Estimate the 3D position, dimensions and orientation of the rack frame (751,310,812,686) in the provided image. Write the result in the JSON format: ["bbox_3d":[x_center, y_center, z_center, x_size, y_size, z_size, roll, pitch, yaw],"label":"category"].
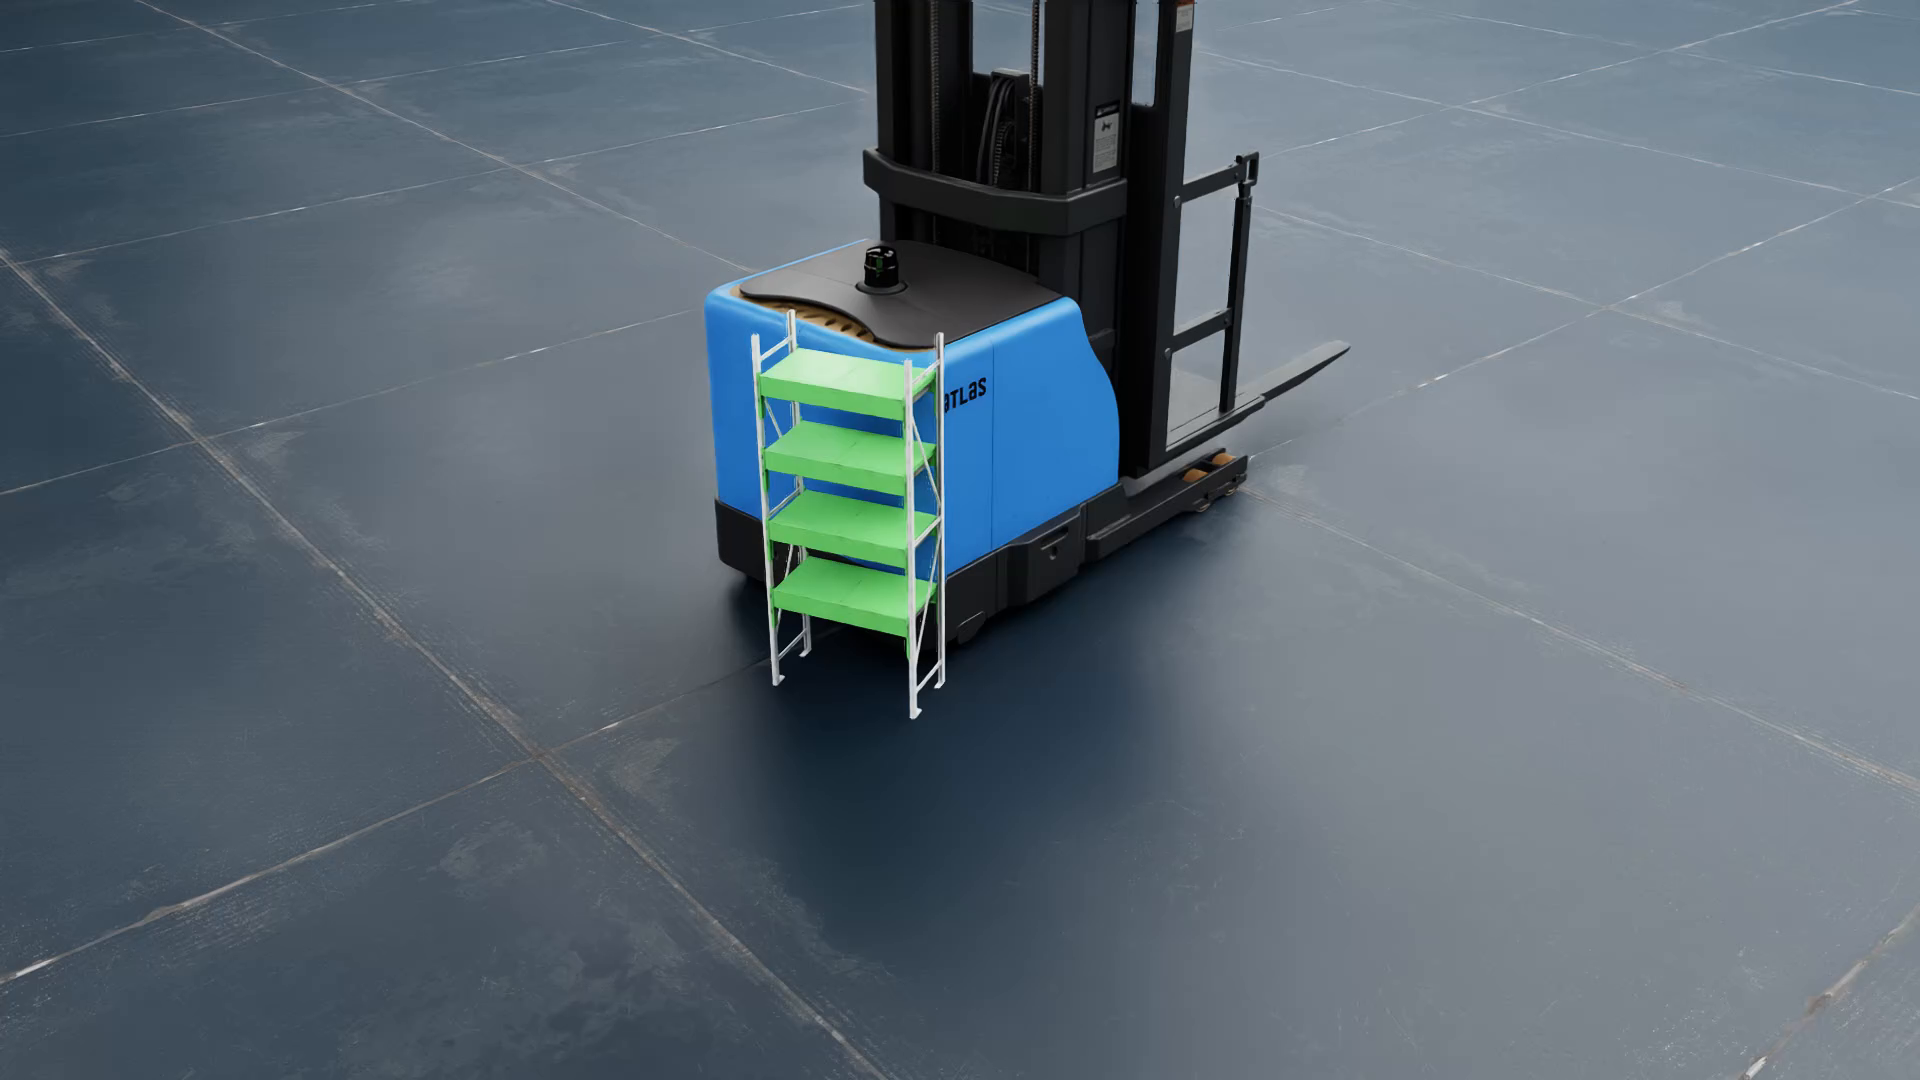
[{"bbox_3d":[-0.551,-0.111,5.185,0.015,1.200,0.240,12,30,20],"label":"rack frame"}]

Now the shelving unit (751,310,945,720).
[{"bbox_3d":[-0.327,-0.066,5.100,0.503,1.200,0.258,12,30,20],"label":"shelving unit"}]

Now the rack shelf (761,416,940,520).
[{"bbox_3d":[-0.327,-0.221,5.017,0.480,0.148,0.258,12,30,20],"label":"rack shelf"}]

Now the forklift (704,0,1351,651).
[{"bbox_3d":[0.488,-1.542,6.026,1.130,2.935,3.031,23,36,36],"label":"forklift"}]

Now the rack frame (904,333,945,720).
[{"bbox_3d":[-0.103,-0.020,5.014,0.015,1.200,0.240,12,30,20],"label":"rack frame"}]

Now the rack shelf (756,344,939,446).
[{"bbox_3d":[-0.327,-0.433,4.904,0.480,0.148,0.258,12,30,20],"label":"rack shelf"}]

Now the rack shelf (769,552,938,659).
[{"bbox_3d":[-0.327,0.202,5.243,0.480,0.148,0.258,12,30,20],"label":"rack shelf"}]

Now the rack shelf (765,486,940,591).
[{"bbox_3d":[-0.327,-0.009,5.130,0.480,0.148,0.258,12,30,20],"label":"rack shelf"}]
